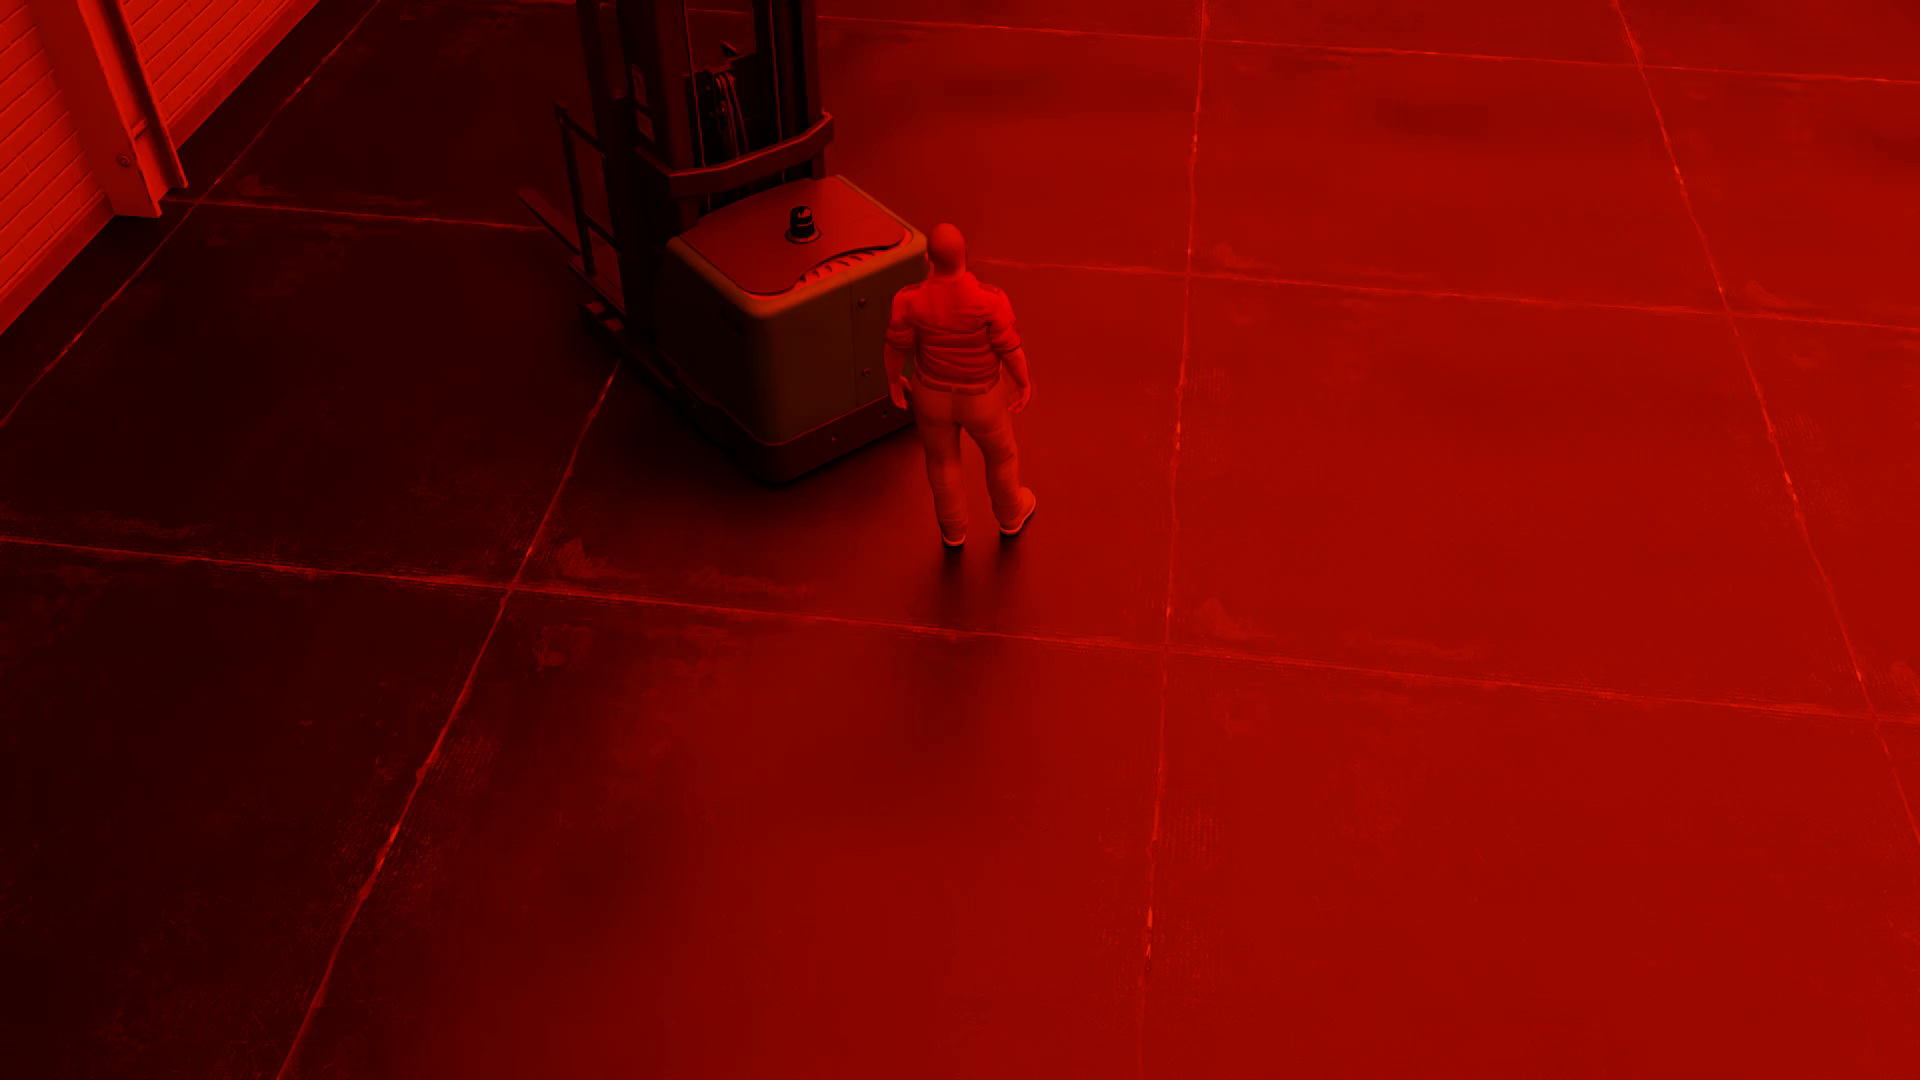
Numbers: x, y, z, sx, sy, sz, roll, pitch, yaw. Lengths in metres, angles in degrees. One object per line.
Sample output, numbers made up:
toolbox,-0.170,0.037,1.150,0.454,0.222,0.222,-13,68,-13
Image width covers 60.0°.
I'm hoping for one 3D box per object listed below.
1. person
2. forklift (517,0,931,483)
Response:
person,0.013,-0.706,7.371,0.661,1.726,0.535,5,43,5
forklift,-1.423,-2.301,8.229,1.130,2.935,3.031,-28,49,-27
